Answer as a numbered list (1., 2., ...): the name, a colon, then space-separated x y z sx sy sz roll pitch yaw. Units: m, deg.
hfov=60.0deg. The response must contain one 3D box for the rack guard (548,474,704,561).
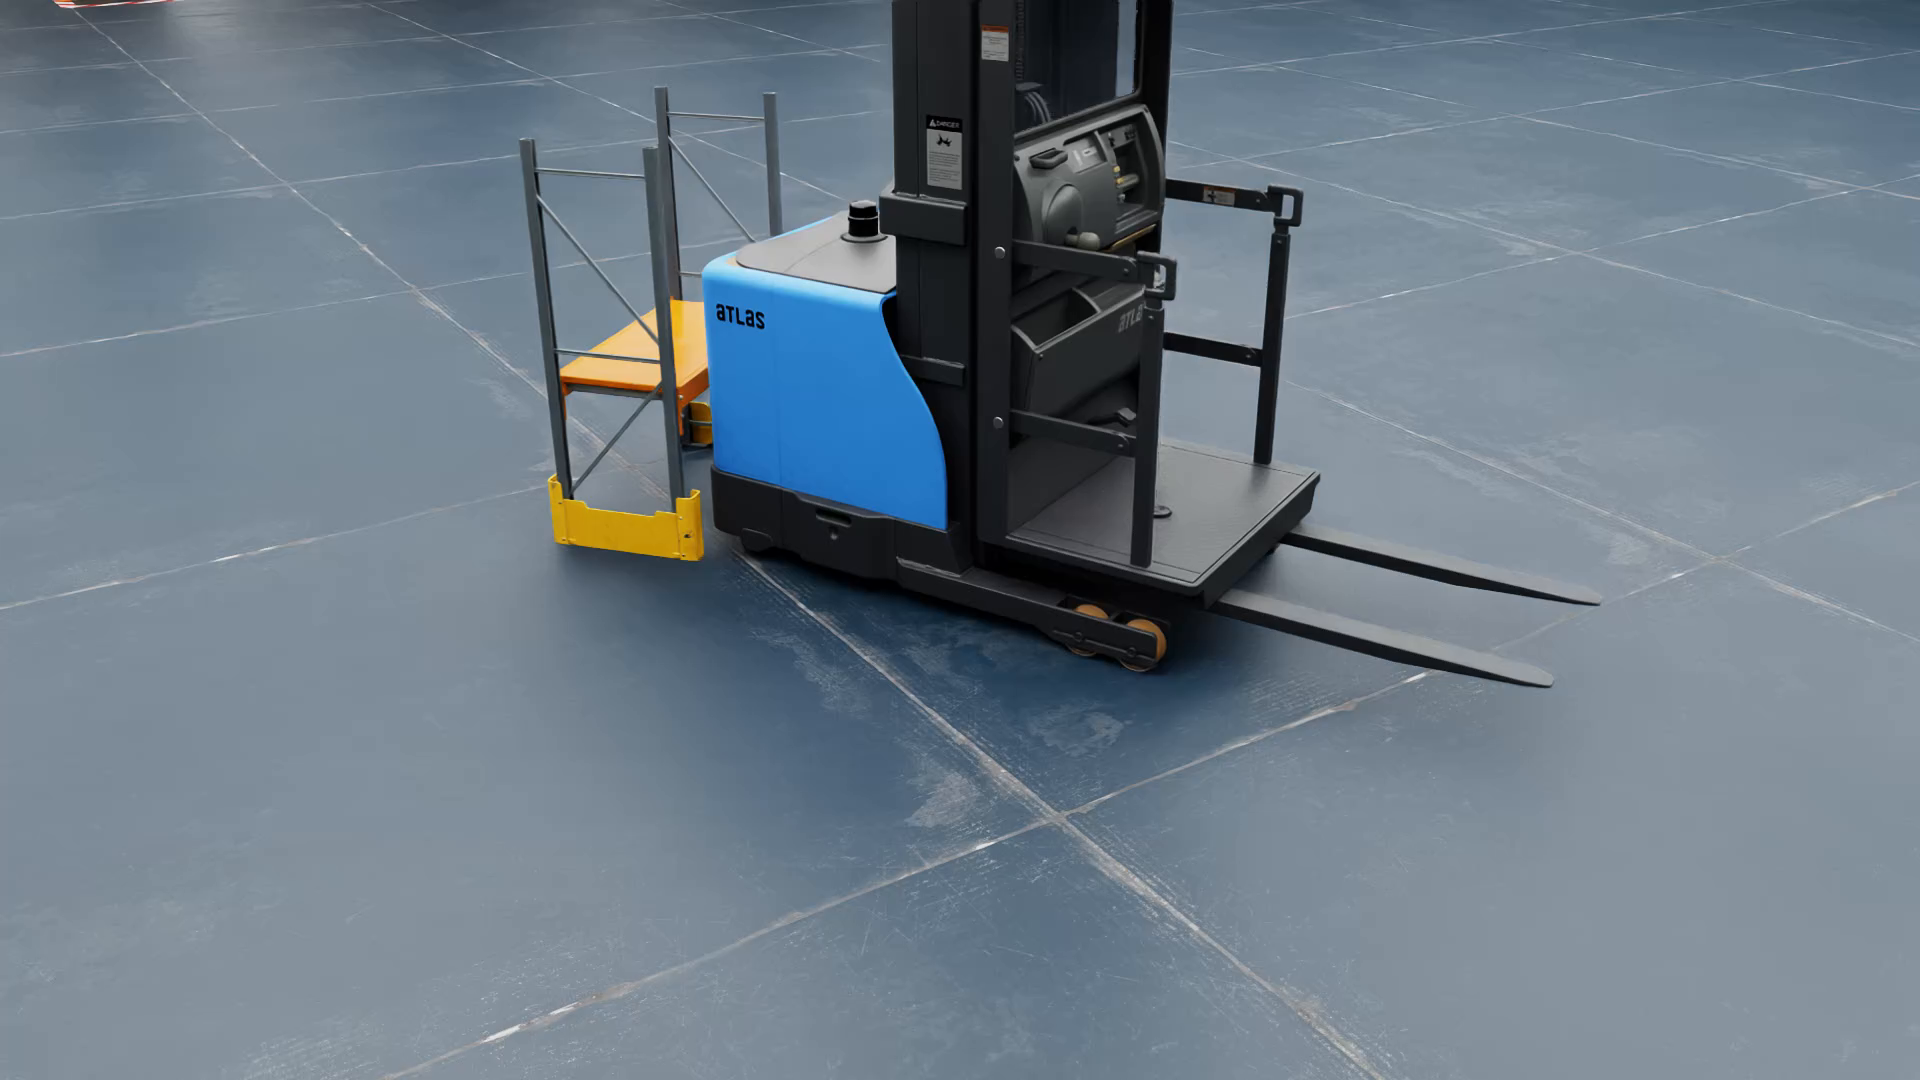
1. rack guard: -1.233 -0.085 6.138 0.587 0.250 0.087 7 26 15

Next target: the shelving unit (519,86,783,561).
1. shelving unit: -1.090 -0.854 6.302 0.587 1.500 1.083 7 26 15

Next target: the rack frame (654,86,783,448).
1. rack frame: -0.946 -1.058 6.735 0.500 1.500 0.032 7 26 15

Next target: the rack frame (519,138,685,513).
1. rack frame: -1.238 -0.643 5.854 0.500 1.500 0.032 7 26 15

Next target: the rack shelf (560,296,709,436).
1. rack shelf: -1.092 -0.688 6.371 0.538 0.185 1.000 7 26 15

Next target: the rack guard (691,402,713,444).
1. rack guard: -0.947 -0.493 7.001 0.587 0.250 0.087 7 26 15

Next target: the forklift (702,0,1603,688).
1. forklift: 0.605 -1.160 5.274 3.031 2.935 1.130 15 29 29
